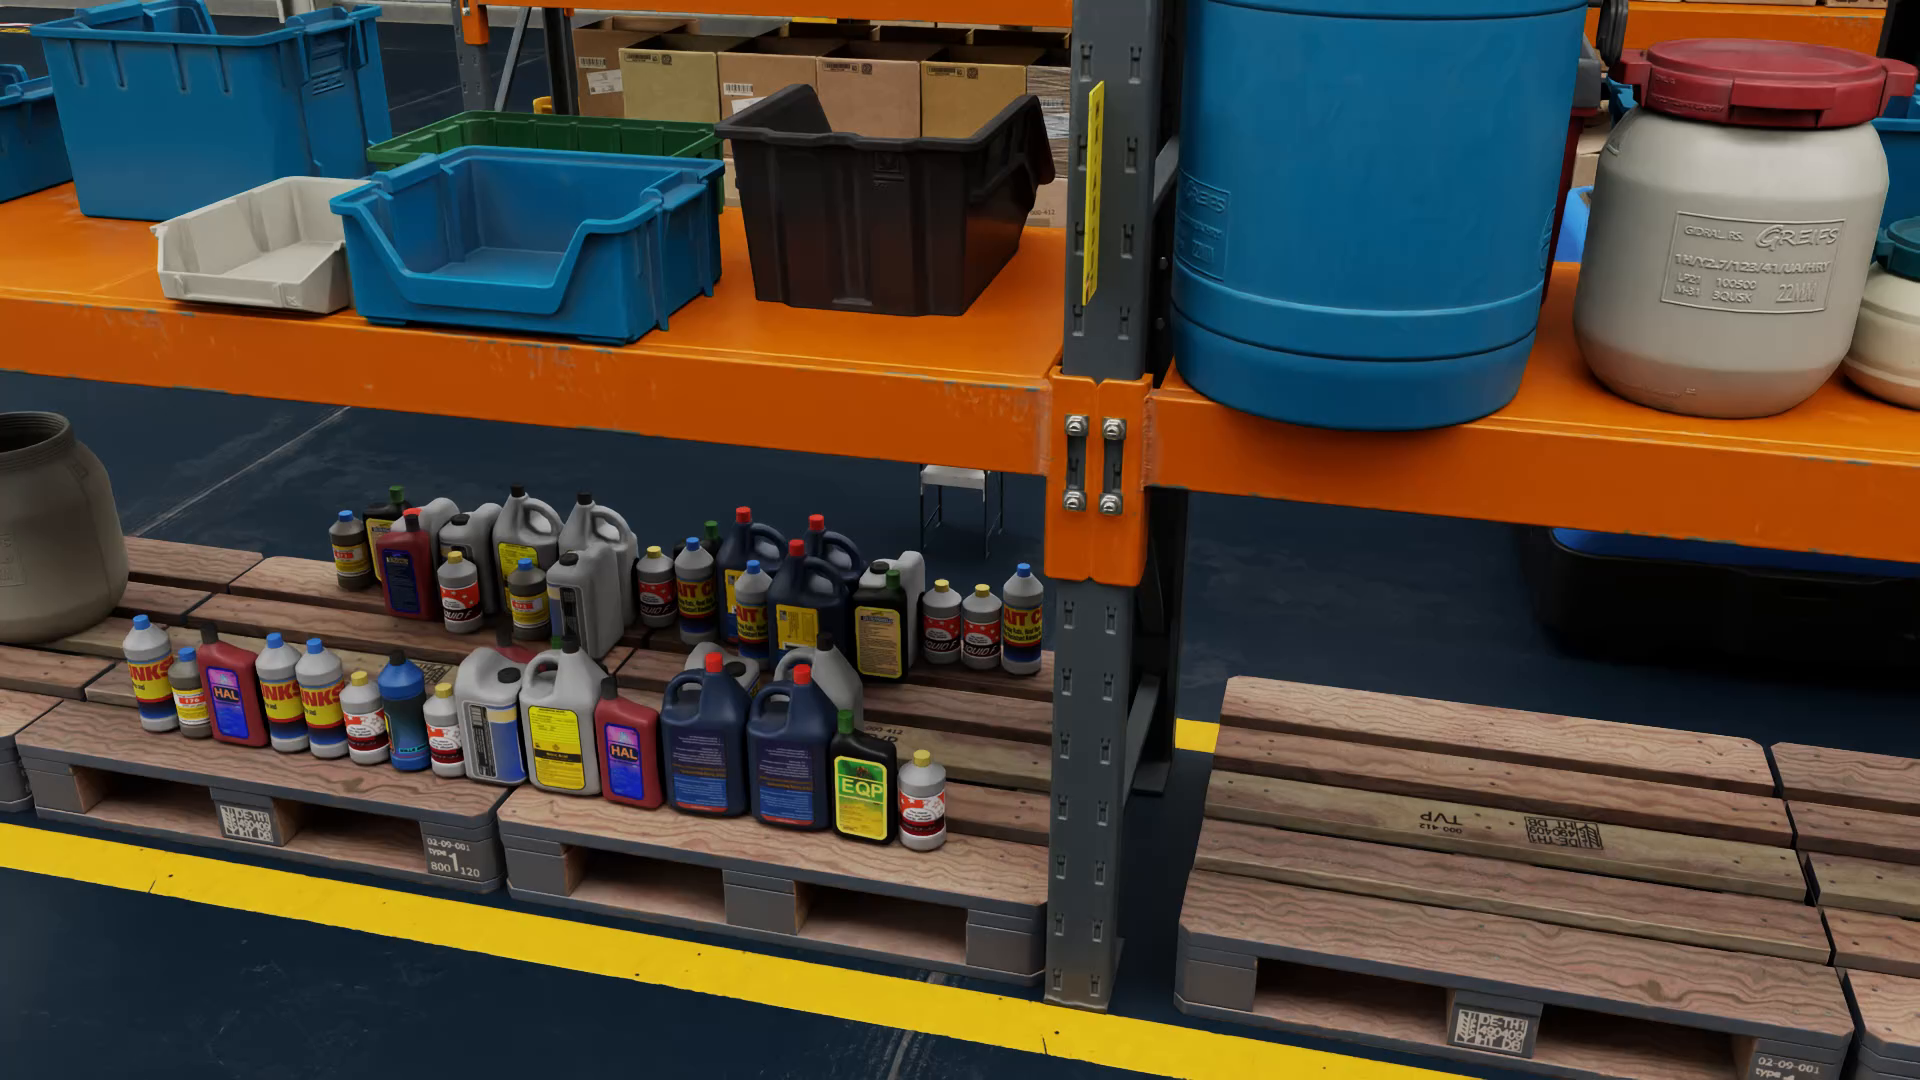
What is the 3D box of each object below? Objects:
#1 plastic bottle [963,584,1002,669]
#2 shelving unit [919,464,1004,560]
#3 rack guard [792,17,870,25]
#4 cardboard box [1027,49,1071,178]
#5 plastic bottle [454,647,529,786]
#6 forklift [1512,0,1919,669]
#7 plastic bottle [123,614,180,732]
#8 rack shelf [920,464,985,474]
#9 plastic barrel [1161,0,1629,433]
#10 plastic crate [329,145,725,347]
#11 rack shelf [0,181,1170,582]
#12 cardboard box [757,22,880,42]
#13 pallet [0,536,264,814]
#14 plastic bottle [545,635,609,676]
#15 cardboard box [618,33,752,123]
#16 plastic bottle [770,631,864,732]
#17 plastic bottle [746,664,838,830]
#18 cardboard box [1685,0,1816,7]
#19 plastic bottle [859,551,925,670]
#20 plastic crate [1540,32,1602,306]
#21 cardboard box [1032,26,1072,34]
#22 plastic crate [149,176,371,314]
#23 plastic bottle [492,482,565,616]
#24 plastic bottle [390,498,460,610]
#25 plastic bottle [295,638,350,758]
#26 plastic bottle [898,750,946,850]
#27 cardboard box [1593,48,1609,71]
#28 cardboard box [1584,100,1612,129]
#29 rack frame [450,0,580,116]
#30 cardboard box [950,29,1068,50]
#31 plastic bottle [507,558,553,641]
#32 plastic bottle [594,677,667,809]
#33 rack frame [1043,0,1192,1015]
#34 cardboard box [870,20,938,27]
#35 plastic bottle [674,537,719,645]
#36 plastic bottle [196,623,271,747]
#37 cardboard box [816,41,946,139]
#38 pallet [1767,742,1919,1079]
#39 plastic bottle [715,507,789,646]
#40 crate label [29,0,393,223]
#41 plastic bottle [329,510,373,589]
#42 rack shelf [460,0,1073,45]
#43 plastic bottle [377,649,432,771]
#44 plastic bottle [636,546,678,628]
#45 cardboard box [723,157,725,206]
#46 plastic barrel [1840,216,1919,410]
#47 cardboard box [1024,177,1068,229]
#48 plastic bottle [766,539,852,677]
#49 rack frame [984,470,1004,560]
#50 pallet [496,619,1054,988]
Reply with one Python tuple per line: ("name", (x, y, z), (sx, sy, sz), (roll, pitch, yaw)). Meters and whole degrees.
("plastic bottle", (0.054, 0.206, 4.072), (0.097, 0.201, 0.097), (0, 25, 0))
("shelving unit", (0.008, -0.405, 5.055), (0.210, 0.900, 0.258), (6, 26, 13))
("rack guard", (-0.981, -4.048, 13.170), (0.348, 0.500, 1.175), (6, 26, 13))
("cardboard box", (0.604, -1.997, 7.794), (0.500, 0.500, 0.500), (6, 26, 13))
("plastic bottle", (-0.999, 0.376, 3.627), (0.135, 0.276, 0.152), (7, 26, 14))
("forklift", (3.177, -1.110, 4.173), (3.031, 2.935, 1.130), (4, 26, 9))
("plastic bottle", (-1.844, 0.297, 3.799), (0.097, 0.271, 0.097), (0, 25, 0))
("rack shelf", (0.008, -0.294, 5.108), (0.200, 0.077, 0.258), (6, 26, 13))
("plastic barrel", (0.651, -0.691, 2.628), (0.708, 0.901, 0.600), (6, 26, 13))
("plastic crate", (-0.787, -0.570, 3.131), (0.616, 0.251, 0.499), (6, 26, 13))
("rack shelf", (-1.585, -0.521, 3.692), (4.000, 0.370, 1.077), (6, 26, 13))
("cardboard box", (-0.719, -2.374, 8.585), (0.500, 0.500, 0.500), (6, 26, 13))
("pallet", (-2.651, 0.277, 4.423), (1.213, 0.211, 1.003), (6, 26, 13))
("plastic bottle", (-0.841, 0.347, 3.681), (0.133, 0.283, 0.061), (6, 26, 13))
("cardboard box", (-1.336, -2.206, 8.231), (0.500, 0.500, 0.500), (6, 26, 13))
("plastic bottle", (-0.308, 0.357, 3.581), (0.185, 0.351, 0.144), (6, 26, 13))
("plastic bottle", (-0.343, 0.417, 3.455), (0.185, 0.351, 0.144), (6, 26, 12))
("cardboard box", (3.324, -2.540, 6.979), (0.500, 0.500, 0.500), (6, 26, 13))
("plastic bottle", (-0.167, 0.160, 4.082), (0.135, 0.276, 0.152), (7, 26, 15))
("plastic crate", (0.897, -0.736, 3.232), (0.583, 0.464, 0.402), (6, 26, 13))
("cardboard box", (0.843, -3.983, 12.522), (0.500, 0.500, 0.700), (5, 26, 10))
("plastic crate", (-1.284, -0.581, 3.288), (0.437, 0.136, 0.530), (6, 26, 13))
("plastic bottle", (-1.101, 0.021, 4.287), (0.185, 0.351, 0.144), (7, 26, 15))
("plastic bottle", (-1.397, 0.024, 4.368), (0.135, 0.276, 0.152), (7, 26, 13))
("plastic bottle", (-1.415, 0.344, 3.699), (0.097, 0.271, 0.097), (0, 25, 0))
("plastic bottle", (-0.077, 0.524, 3.404), (0.097, 0.201, 0.097), (0, 25, 0))
("cardboard box", (4.533, -3.649, 11.820), (0.500, 0.500, 0.700), (7, 26, 14))
("cardboard box", (3.041, -1.863, 7.732), (0.500, 0.311, 0.500), (6, 26, 13))
("rack frame", (-2.285, -3.122, 8.318), (0.127, 3.000, 1.000), (6, 26, 13))
("cardboard box", (0.250, -2.267, 8.361), (0.500, 0.500, 0.500), (6, 26, 13))
("plastic bottle", (-1.089, 0.143, 4.203), (0.097, 0.201, 0.097), (0, 25, 0))
("plastic bottle", (-0.698, 0.426, 3.513), (0.133, 0.283, 0.061), (8, 27, 16))
("rack frame", (0.352, -0.632, 3.088), (0.127, 3.000, 1.000), (6, 26, 13))
("cardboard box", (-0.407, -4.058, 12.899), (0.500, 0.311, 0.500), (3, 26, 7))
("plastic bottle", (-0.661, 0.122, 4.167), (0.097, 0.271, 0.097), (0, 25, 0))
("plastic bottle", (-1.629, 0.323, 3.729), (0.133, 0.283, 0.061), (7, 26, 14))
("cardboard box", (-0.369, -2.097, 8.002), (0.500, 0.500, 0.500), (6, 26, 13))
("pallet", (2.308, 0.825, 3.272), (1.213, 0.211, 1.003), (6, 26, 13))
("plastic bottle", (-0.509, 0.086, 4.149), (0.185, 0.351, 0.144), (5, 26, 11))
("crate label", (-1.672, -0.992, 3.802), (0.616, 0.435, 0.502), (6, 26, 13))
("plastic bottle", (-1.634, 0.019, 4.464), (0.097, 0.201, 0.097), (0, 25, 0))
("rack shelf", (-0.348, -2.583, 8.023), (4.000, 0.370, 1.077), (6, 26, 13))
("plastic bottle", (-1.219, 0.366, 3.654), (0.097, 0.271, 0.097), (0, 25, 0))
("plastic bottle", (-0.778, 0.114, 4.265), (0.097, 0.201, 0.097), (0, 25, 0))
("cardboard box", (-1.336, -1.868, 8.394), (0.500, 0.250, 0.500), (6, 26, 13))
("plastic barrel", (1.596, -0.364, 2.685), (0.301, 0.262, 0.301), (0, 25, 0))
("cardboard box", (0.604, -1.658, 7.953), (0.500, 0.250, 0.500), (6, 26, 13))
("plastic bottle", (-0.362, 0.166, 3.981), (0.185, 0.351, 0.144), (6, 26, 13))
("rack frame", (0.106, -0.395, 5.032), (0.006, 0.900, 0.240), (6, 26, 13))
("pallet", (-0.288, 0.538, 3.874), (1.213, 0.211, 1.003), (6, 26, 13))
